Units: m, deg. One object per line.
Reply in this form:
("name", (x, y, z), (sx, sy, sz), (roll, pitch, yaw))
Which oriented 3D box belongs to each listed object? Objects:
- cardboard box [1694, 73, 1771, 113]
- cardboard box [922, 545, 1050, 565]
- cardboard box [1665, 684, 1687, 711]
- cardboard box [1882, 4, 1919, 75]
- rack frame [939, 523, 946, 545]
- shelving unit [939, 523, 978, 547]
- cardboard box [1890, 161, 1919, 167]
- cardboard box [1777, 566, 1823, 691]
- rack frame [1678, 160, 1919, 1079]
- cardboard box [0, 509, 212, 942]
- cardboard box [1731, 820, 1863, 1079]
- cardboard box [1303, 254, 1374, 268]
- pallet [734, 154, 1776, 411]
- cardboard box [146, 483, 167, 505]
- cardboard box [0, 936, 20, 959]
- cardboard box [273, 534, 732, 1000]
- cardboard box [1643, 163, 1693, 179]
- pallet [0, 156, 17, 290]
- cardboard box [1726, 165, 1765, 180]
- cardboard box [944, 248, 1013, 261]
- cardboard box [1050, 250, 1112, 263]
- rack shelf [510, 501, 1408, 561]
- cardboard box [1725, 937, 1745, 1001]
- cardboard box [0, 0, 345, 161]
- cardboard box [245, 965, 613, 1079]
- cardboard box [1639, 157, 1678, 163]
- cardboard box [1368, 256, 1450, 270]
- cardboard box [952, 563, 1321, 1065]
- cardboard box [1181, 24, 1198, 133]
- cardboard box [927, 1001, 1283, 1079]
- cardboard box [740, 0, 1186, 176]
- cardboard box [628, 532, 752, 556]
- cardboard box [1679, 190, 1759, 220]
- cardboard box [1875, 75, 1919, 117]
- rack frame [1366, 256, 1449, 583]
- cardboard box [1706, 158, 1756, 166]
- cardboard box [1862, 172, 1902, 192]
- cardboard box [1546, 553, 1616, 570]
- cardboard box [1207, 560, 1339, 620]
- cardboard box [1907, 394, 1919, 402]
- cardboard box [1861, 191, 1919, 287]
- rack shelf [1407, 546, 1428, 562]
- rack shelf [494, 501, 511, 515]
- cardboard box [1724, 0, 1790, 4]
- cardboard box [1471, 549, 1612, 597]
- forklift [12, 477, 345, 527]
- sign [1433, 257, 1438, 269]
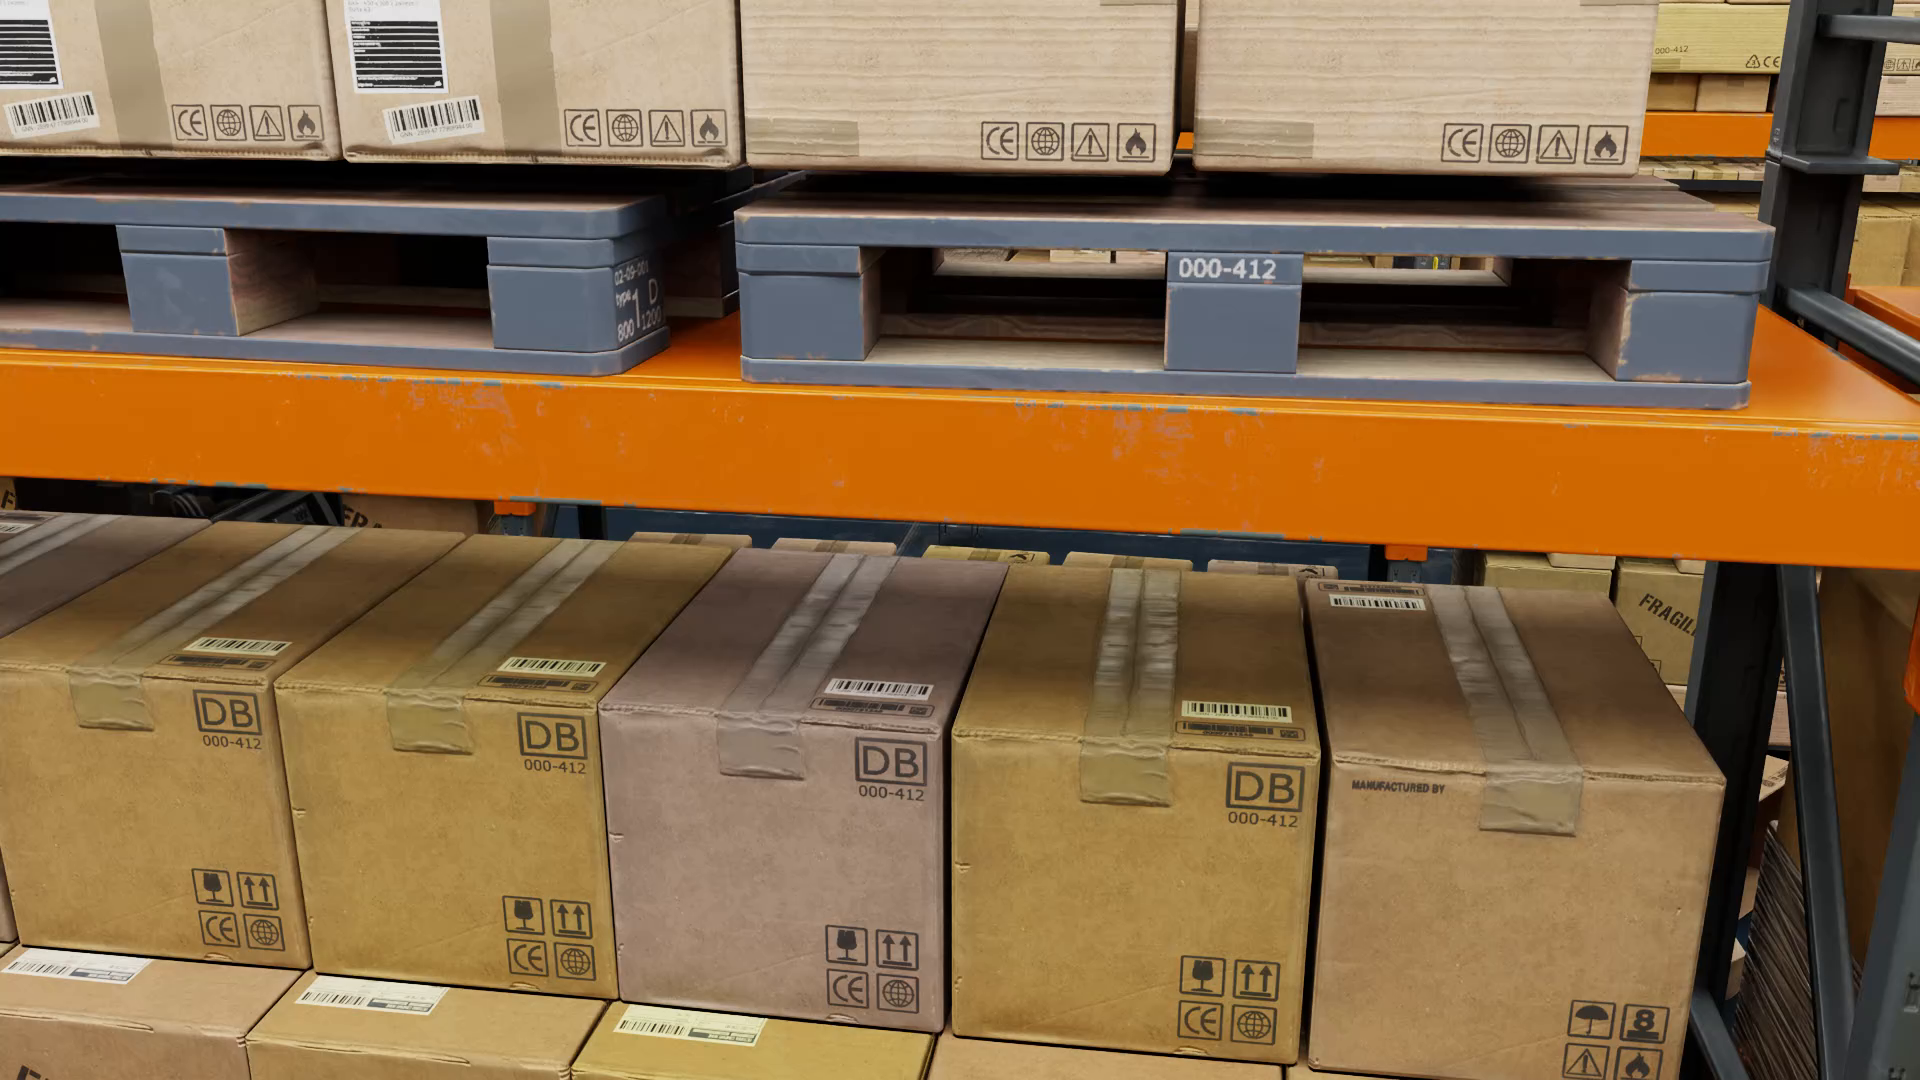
("cardboard box", (2.991, -1.767, 6.525), (0.250, 0.149, 0.380), (3, 19, 10))
("cardboard box", (0.054, 0.362, 7.973), (0.625, 0.372, 0.950), (4, 19, 10))
("cardboard box", (3.038, 0.653, 7.296), (0.500, 0.250, 0.500), (4, 19, 12))
("cardboard box", (3.363, -1.922, 6.360), (0.500, 0.250, 0.500), (3, 19, 9))
("rack frame", (-0.108, -0.432, 10.177), (0.006, 0.900, 0.240), (3, 19, 9))
("shelving unit", (-0.008, -0.427, 10.162), (0.210, 0.900, 0.258), (3, 19, 9))
("cardboard box", (6.405, -2.523, 11.469), (0.250, 0.149, 0.380), (3, 19, 8))
("cardboard box", (3.551, 0.324, 7.098), (0.500, 0.500, 0.500), (4, 19, 12))
("rack frame", (1.284, 0.966, 2.688), (0.127, 3.000, 1.000), (3, 19, 9))
("cardboard box", (-1.724, 0.294, 2.963), (0.500, 0.500, 0.700), (3, 19, 8))
("cardboard box", (1.650, 0.910, 2.620), (0.550, 0.550, 0.875), (3, 19, 9))
("cardboard box", (1.477, -0.929, 7.063), (0.500, 0.500, 0.500), (3, 19, 8))
("pallet", (0.371, -0.396, 2.334), (1.217, 0.209, 0.805), (2, 19, 6))
("cardboard box", (-3.529, -0.089, 8.530), (0.875, 0.875, 0.875), (3, 19, 9))
("cardboard box", (-1.763, 0.849, 2.880), (0.500, 0.500, 0.500), (3, 19, 8))
("cardboard box", (-0.713, 0.345, 2.812), (0.500, 0.500, 0.700), (3, 19, 8))
("cardboard box", (4.800, -2.467, 11.300), (0.250, 0.149, 0.380), (3, 19, 9))
("pallet", (-2.021, -0.552, 2.796), (1.003, 0.211, 1.213), (4, 19, 11))
("cardboard box", (5.295, -2.413, 11.139), (0.250, 0.149, 0.380), (3, 19, 10))
("cardboard box", (-0.039, -1.007, 7.298), (0.500, 0.500, 0.500), (2, 19, 7))
("cardboard box", (0.521, -1.274, 7.074), (0.250, 0.149, 0.380), (2, 19, 6))
("rack shelf", (-0.005, -0.349, 7.753), (4.000, 0.370, 1.077), (3, 19, 9))
("cardboard box", (2.433, 1.420, 5.640), (0.396, 0.266, 0.258), (-11, 21, -29))
("cardboard box", (-0.984, -0.705, 2.278), (0.500, 0.311, 0.500), (3, 19, 8))
("cardboard box", (-0.773, 0.901, 2.726), (0.500, 0.500, 0.500), (3, 19, 8))
("cardboard box", (4.882, -2.610, 11.728), (0.250, 0.149, 0.380), (3, 19, 9))
("cardboard box", (3.150, -2.088, 11.659), (0.500, 0.500, 0.500), (2, 19, 7))
("cardboard box", (0.285, 0.396, 2.658), (0.500, 0.500, 0.700), (3, 19, 8))
("cardboard box", (0.299, -0.714, 2.558), (0.380, 0.149, 0.250), (3, 19, 9))
("cardboard box", (0.227, 0.951, 2.576), (0.500, 0.500, 0.500), (3, 19, 8))
("cardboard box", (0.030, -0.625, 2.133), (0.500, 0.250, 0.500), (3, 19, 8))
("cardboard box", (-1.424, 0.288, 8.196), (0.625, 0.372, 0.950), (2, 19, 5))
("cardboard box", (2.870, -1.130, 6.750), (0.500, 0.500, 0.700), (3, 19, 9))
("cardboard box", (3.497, -1.708, 6.349), (0.250, 0.149, 0.380), (3, 19, 8))
("rack frame", (1.969, -0.590, 7.338), (0.127, 3.000, 1.000), (3, 19, 9))
("cardboard box", (5.382, -2.579, 11.634), (0.250, 0.149, 0.380), (4, 19, 10))
("cardboard box", (6.067, -2.394, 11.083), (0.250, 0.149, 0.380), (3, 19, 9))
("cardboard box", (2.623, -0.009, 7.069), (0.250, 0.149, 0.380), (3, 19, 9))
("cardboard box", (1.451, 0.432, 7.765), (0.625, 0.372, 0.950), (3, 19, 9))
("cardboard box", (3.855, -0.602, 6.749), (0.500, 0.500, 0.500), (3, 19, 9))
("cardboard box", (3.891, -1.098, 6.656), (0.500, 0.500, 0.700), (3, 19, 8))
("rack shelf", (3.944, -0.148, 7.151), (4.000, 0.370, 1.077), (3, 19, 9))
("rack shelf", (-3.955, -0.550, 8.355), (4.000, 0.370, 1.077), (3, 19, 9))
("cardboard box", (3.004, -2.111, 6.298), (0.250, 0.149, 0.380), (3, 19, 8))
("cardboard box", (2.509, 0.274, 7.247), (0.500, 0.500, 0.500), (4, 19, 11))
("forklift", (-2.133, 0.075, 5.460), (3.031, 2.935, 1.130), (4, 19, 11))
("sign", (1.885, -0.965, 6.634), (0.005, 0.325, 0.100), (3, 19, 9))
